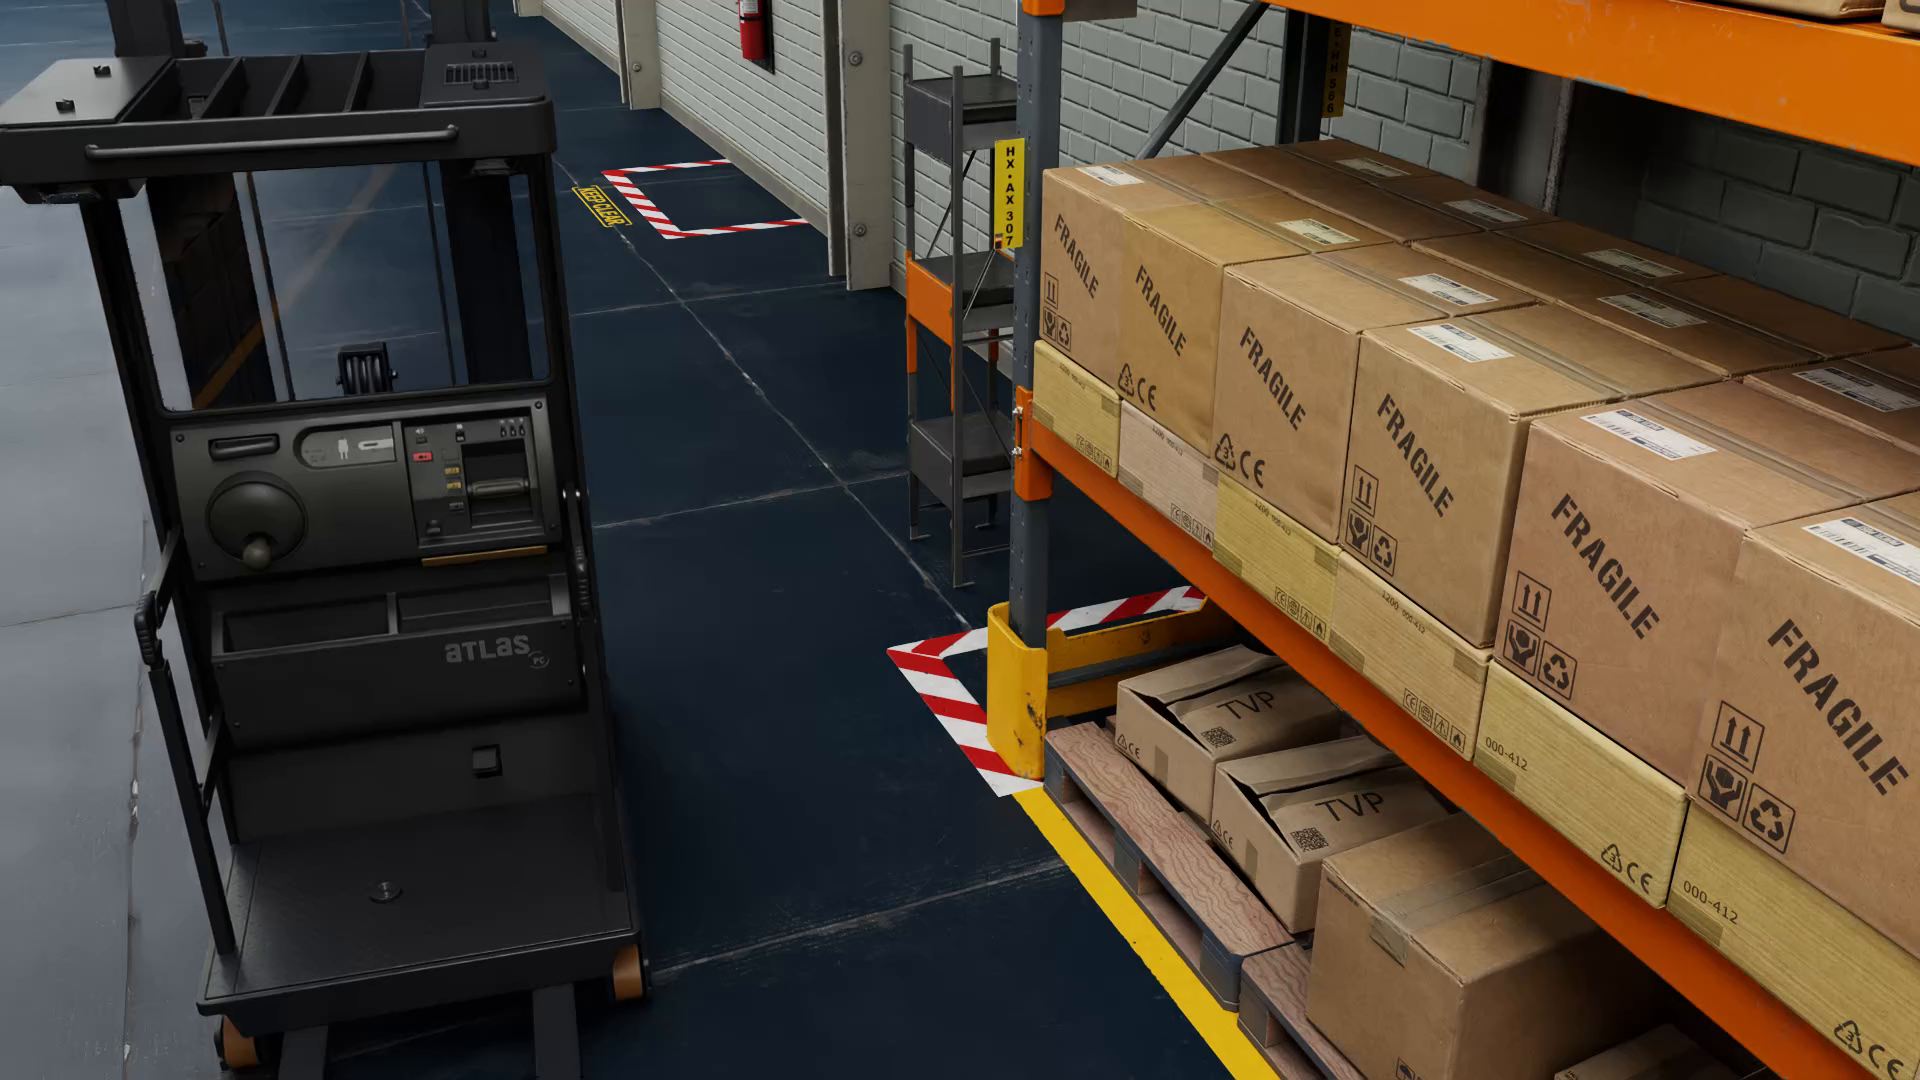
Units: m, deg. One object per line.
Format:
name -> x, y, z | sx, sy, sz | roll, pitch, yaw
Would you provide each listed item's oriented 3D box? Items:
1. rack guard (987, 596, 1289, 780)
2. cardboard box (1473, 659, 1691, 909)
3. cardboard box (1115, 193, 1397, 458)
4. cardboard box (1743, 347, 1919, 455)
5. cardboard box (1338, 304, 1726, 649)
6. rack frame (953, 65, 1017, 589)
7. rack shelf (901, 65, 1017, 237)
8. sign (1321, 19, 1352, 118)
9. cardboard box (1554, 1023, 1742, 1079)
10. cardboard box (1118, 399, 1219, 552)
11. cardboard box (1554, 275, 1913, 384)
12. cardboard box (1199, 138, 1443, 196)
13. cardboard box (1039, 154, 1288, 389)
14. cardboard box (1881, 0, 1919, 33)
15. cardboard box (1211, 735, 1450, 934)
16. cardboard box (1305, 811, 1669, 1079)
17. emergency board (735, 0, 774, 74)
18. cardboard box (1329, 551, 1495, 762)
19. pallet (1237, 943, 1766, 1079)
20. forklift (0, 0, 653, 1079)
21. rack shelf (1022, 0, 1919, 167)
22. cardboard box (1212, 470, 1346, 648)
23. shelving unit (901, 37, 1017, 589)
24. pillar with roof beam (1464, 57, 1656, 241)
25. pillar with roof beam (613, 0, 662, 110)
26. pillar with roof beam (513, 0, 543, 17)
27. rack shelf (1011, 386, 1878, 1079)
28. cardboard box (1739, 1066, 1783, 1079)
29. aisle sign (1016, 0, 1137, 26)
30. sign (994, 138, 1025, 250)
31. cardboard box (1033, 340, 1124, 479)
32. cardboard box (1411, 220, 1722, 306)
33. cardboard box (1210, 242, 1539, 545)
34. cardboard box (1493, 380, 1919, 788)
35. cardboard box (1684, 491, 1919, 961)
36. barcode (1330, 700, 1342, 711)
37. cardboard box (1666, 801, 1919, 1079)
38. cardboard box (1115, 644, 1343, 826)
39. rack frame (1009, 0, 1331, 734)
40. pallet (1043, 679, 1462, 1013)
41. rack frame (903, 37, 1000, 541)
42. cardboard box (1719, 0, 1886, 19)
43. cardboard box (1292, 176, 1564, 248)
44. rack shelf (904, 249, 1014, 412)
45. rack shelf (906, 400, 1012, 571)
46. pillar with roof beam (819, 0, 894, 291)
rack guard -> 0.679, 0.421, 5.817 | 1.175, 0.500, 0.348 | -11, 28, -21
cardboard box -> 1.352, 0.399, 3.163 | 0.500, 0.250, 0.500 | -11, 28, -21
cardboard box -> 0.744, -0.566, 4.283 | 0.500, 0.500, 0.500 | -10, 28, -20
cardboard box -> 1.834, -0.034, 3.193 | 0.500, 0.500, 0.500 | -10, 28, -19
cardboard box -> 1.153, -0.150, 3.431 | 0.500, 0.500, 0.500 | -10, 28, -19
rack frame -> 0.160, -0.778, 6.451 | 0.400, 2.100, 0.015 | -11, 28, -21
rack shelf -> 0.065, -1.493, 6.351 | 0.431, 0.518, 0.480 | -11, 28, -21
sign -> 1.167, -1.482, 5.187 | 0.100, 0.325, 0.005 | -11, 28, -21
cardboard box -> 1.607, 1.316, 3.883 | 0.380, 0.149, 0.250 | -13, 29, -25
cardboard box -> 0.764, -0.215, 4.421 | 0.500, 0.250, 0.500 | -11, 28, -22
cardboard box -> 1.621, -0.241, 3.619 | 0.500, 0.500, 0.500 | -10, 28, -20
cardboard box -> 1.029, -0.857, 4.881 | 0.500, 0.500, 0.500 | -11, 28, -21
cardboard box -> 0.559, -0.767, 4.695 | 0.500, 0.500, 0.500 | -11, 28, -21
cardboard box -> 1.604, -0.887, 2.093 | 0.500, 0.500, 0.500 | -13, 29, -25
cardboard box -> 1.060, 0.803, 4.750 | 0.500, 0.311, 0.500 | -8, 27, -16
cardboard box -> 1.302, 1.023, 4.084 | 0.700, 0.500, 0.500 | -12, 29, -24
emergency board -> -1.563, -4.025, 12.075 | 0.194, 1.169, 0.643 | -11, 28, -21
cardboard box -> 1.154, 0.196, 3.579 | 0.500, 0.250, 0.500 | -10, 28, -20
pallet -> 1.438, 1.377, 4.189 | 1.003, 0.211, 1.213 | -11, 28, -21
forklift -> -1.479, -0.112, 4.140 | 1.130, 2.935, 3.031 | -7, 27, -13
rack shelf -> 1.432, -0.950, 3.178 | 1.077, 0.370, 4.000 | -11, 28, -21
cardboard box -> 0.958, -0.009, 3.997 | 0.500, 0.250, 0.500 | -11, 28, -21
shelving unit -> 0.065, -0.877, 6.652 | 0.431, 2.100, 0.503 | -11, 28, -21
pillar with roof beam -> -2.242, -2.555, 2.226 | 9.100, 9.000, 0.400 | -11, 28, -21
pillar with roof beam -> -6.942, -7.399, 12.148 | 9.100, 9.000, 0.400 | -11, 28, -21
pillar with roof beam -> -9.291, -9.821, 17.109 | 9.100, 9.000, 0.400 | -11, 28, -21
rack shelf -> 1.432, 0.398, 3.836 | 1.077, 0.370, 4.000 | -11, 28, -21
cardboard box -> 1.772, 1.396, 3.320 | 0.500, 0.500, 0.500 | -13, 29, -24
aisle sign -> 0.345, -1.878, 4.715 | 0.394, 0.787, 0.004 | -11, 28, -21
sign -> 0.150, -1.028, 4.951 | 0.100, 0.325, 0.005 | -11, 28, -21
cardboard box -> 0.548, -0.423, 4.845 | 0.500, 0.250, 0.500 | -11, 28, -22
cardboard box -> 1.424, -0.445, 4.035 | 0.500, 0.500, 0.500 | -11, 28, -22
cardboard box -> 0.940, -0.356, 3.854 | 0.500, 0.500, 0.500 | -12, 28, -22
cardboard box -> 1.358, 0.060, 3.001 | 0.500, 0.500, 0.500 | -11, 28, -22
cardboard box -> 1.545, 0.265, 2.581 | 0.500, 0.500, 0.500 | -11, 28, -21
barcode -> 1.212, 0.507, 5.345 | 0.001, 0.075, 0.075 | -11, 28, -21
cardboard box -> 1.563, 0.599, 2.753 | 0.500, 0.250, 0.500 | -10, 28, -20
cardboard box -> 0.837, 0.573, 5.221 | 0.500, 0.311, 0.500 | -14, 29, -26
rack frame -> 0.649, -0.733, 5.332 | 1.000, 3.000, 0.127 | -11, 28, -21
pallet -> 0.964, 0.885, 5.196 | 1.003, 0.211, 1.213 | -11, 28, -21
rack frame -> -0.031, -0.975, 6.854 | 0.400, 2.100, 0.015 | -11, 28, -21
cardboard box -> 1.352, -1.105, 2.538 | 0.500, 0.500, 0.500 | -12, 28, -23
cardboard box -> 1.217, -0.653, 4.461 | 0.500, 0.500, 0.500 | -10, 28, -20
rack shelf -> 0.065, -0.864, 6.658 | 0.431, 0.518, 0.480 | -11, 28, -21
rack shelf -> 0.065, -0.235, 6.966 | 0.431, 0.518, 0.480 | -11, 28, -21
pillar with roof beam -> -4.592, -4.977, 7.187 | 9.100, 9.000, 0.400 | -11, 28, -21
